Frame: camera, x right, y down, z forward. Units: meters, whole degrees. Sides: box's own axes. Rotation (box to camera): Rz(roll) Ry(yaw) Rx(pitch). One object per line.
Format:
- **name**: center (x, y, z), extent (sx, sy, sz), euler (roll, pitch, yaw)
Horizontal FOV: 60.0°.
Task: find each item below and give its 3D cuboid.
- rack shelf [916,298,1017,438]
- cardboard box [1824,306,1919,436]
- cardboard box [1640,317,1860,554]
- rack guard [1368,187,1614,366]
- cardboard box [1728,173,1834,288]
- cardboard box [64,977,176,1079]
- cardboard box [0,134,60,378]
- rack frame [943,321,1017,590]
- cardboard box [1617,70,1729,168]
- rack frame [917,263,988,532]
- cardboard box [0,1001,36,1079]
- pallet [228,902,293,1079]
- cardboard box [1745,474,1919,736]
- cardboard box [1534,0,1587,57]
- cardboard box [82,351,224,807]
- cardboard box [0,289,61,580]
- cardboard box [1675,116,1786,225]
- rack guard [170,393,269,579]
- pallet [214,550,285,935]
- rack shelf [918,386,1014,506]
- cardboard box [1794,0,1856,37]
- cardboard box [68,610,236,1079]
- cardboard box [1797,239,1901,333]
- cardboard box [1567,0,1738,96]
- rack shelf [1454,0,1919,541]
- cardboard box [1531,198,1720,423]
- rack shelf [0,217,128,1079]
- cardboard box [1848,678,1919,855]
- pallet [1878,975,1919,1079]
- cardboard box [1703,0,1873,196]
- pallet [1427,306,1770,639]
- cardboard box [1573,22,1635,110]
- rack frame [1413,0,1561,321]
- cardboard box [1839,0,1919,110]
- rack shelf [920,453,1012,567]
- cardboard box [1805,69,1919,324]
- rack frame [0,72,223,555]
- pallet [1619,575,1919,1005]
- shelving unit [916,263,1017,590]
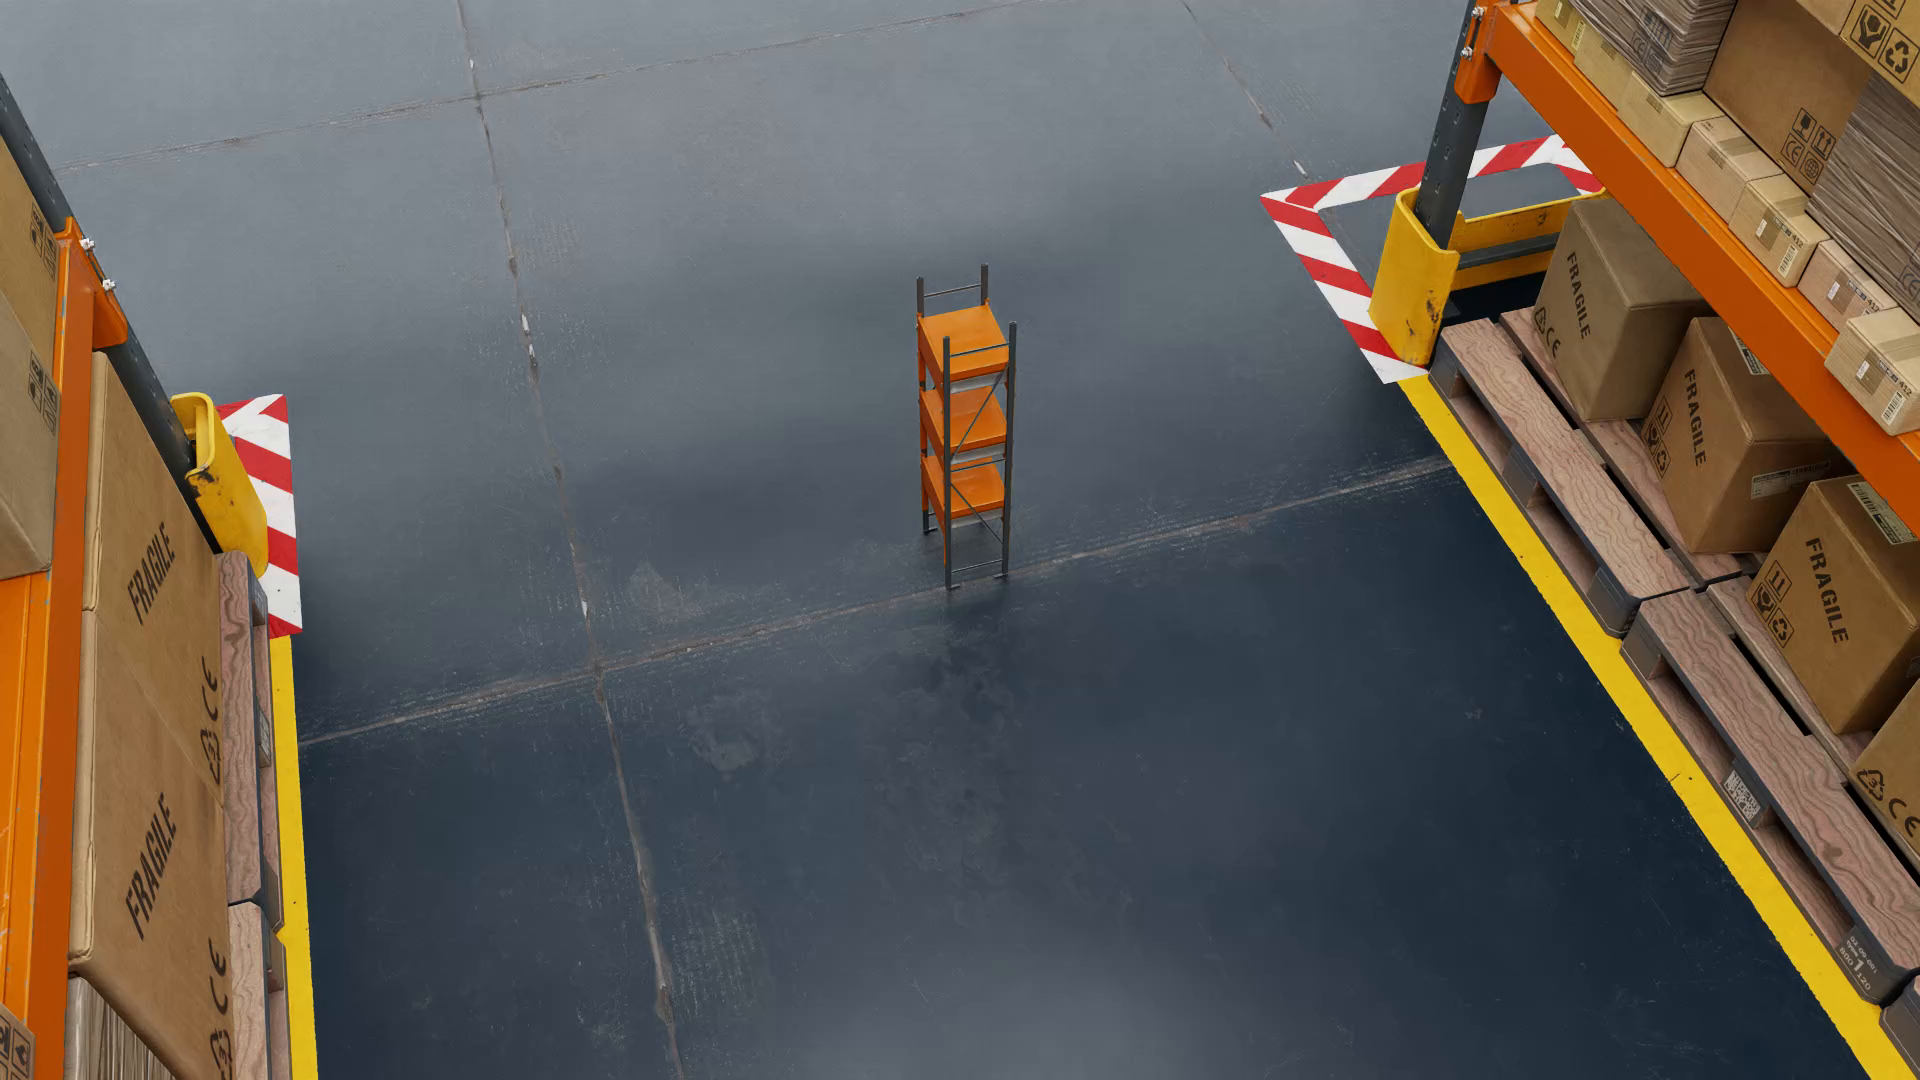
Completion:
- **rack shelf**: center (0.016, -0.475, 4.607), extent (0.215, 0.259, 0.240), euler (-13, 51, -11)
- **cardboard box**: center (2.235, -0.410, 3.798), extent (0.380, 0.149, 0.250), euler (-13, 51, -11)
- **cardboard box**: center (2.405, -0.311, 4.911), extent (0.500, 0.500, 0.500), euler (-2, 50, -1)
- **rack guard**: center (2.050, -1.009, 5.774), extent (1.175, 0.500, 0.348), euler (-13, 51, -11)
- **cardboard box**: center (2.160, -0.792, 4.120), extent (0.380, 0.149, 0.250), euler (-13, 51, -11)
- **cardboard box**: center (-1.947, 1.515, 3.126), extent (0.875, 0.875, 0.875), euler (-13, 51, -11)
- **cardboard box**: center (-2.588, -0.610, 3.705), extent (0.875, 0.550, 0.550), euler (-13, 51, -11)
- **rack frame**: center (0.052, -0.210, 4.741), extent (0.200, 1.050, 0.008), euler (-13, 51, -11)
- **cardboard box**: center (1.999, -1.154, 4.426), extent (0.380, 0.149, 0.250), euler (-13, 51, -11)
- **rack frame**: center (-0.020, -0.388, 4.891), extent (0.200, 1.050, 0.008), euler (-13, 51, -11)
- **cardboard box**: center (-1.910, 0.966, 2.376), extent (0.875, 0.550, 0.550), euler (-13, 51, -11)
- **pallet**: center (-2.073, 1.532, 3.821), extent (1.003, 0.211, 1.213), euler (-13, 51, -11)
- **cardboard box**: center (2.572, 0.150, 4.522), extent (0.500, 0.500, 0.500), euler (-9, 50, -8)
- **cardboard box**: center (1.884, -1.527, 4.740), extent (0.380, 0.149, 0.250), euler (-13, 51, -11)
- **cardboard box**: center (-2.477, 0.207, 4.229), extent (0.875, 0.875, 0.875), euler (-13, 51, -11)
- **cardboard box**: center (-2.404, -0.214, 3.370), extent (0.875, 0.550, 0.550), euler (-13, 51, -11)
- **cardboard box**: center (2.093, -0.977, 4.276), extent (0.380, 0.149, 0.250), euler (-13, 51, -11)
- **rack guard**: center (-2.748, -0.035, 4.952), extent (1.175, 0.500, 0.348), euler (-13, 51, -11)
- **pallet**: center (-2.430, 0.642, 4.571), extent (1.003, 0.211, 1.213), euler (-13, 51, -11)
- **rack shelf**: center (0.016, -0.292, 4.824), extent (0.215, 0.259, 0.240), euler (-13, 51, -11)
- **cardboard box**: center (2.071, -1.491, 3.631), extent (0.500, 0.500, 0.500), euler (-13, 51, -11)
- **cardboard box**: center (-2.215, 0.849, 3.687), extent (0.875, 0.875, 0.875), euler (-14, 51, -12)
- **cardboard box**: center (2.260, -0.616, 3.972), extent (0.380, 0.149, 0.250), euler (-13, 51, -11)
- **cardboard box**: center (2.163, -1.591, 4.369), extent (0.875, 0.500, 0.500), euler (-13, 51, -11)
- **rack shelf**: center (2.619, -0.178, 3.909), extent (1.077, 0.370, 4.000), euler (-13, 51, -11)
- **cardboard box**: center (2.196, -0.740, 5.272), extent (0.500, 0.500, 0.500), euler (-5, 50, -4)
- **rack shelf**: center (-2.150, 0.870, 3.025), extent (1.077, 0.370, 4.000), euler (-13, 51, -11)
- **cardboard box**: center (2.695, 0.568, 4.170), extent (0.500, 0.500, 0.500), euler (-17, 52, -14)
- **pallet**: center (2.978, 1.467, 3.875), extent (1.003, 0.211, 1.213), euler (-13, 51, -11)
- **cardboard box**: center (2.426, -1.253, 4.084), extent (0.875, 0.500, 0.500), euler (-13, 51, -11)
- **pallet**: center (2.256, -0.315, 5.377), extent (1.003, 0.211, 1.213), euler (-13, 51, -11)
- **cardboard box**: center (1.939, -1.340, 4.582), extent (0.380, 0.149, 0.250), euler (-13, 51, -11)
- **rack frame**: center (2.027, -1.870, 4.865), extent (1.000, 3.000, 0.127), euler (-13, 51, -11)
- **cardboard box**: center (2.220, -1.126, 3.323), extent (0.500, 0.500, 0.500), euler (-13, 51, -11)
- **rack shelf**: center (0.016, -0.113, 5.036), extent (0.215, 0.259, 0.240), euler (-13, 51, -11)
- **cardboard box**: center (2.533, -0.878, 3.768), extent (0.875, 0.500, 0.500), euler (-13, 51, -11)
- **rack frame**: center (-2.741, -0.823, 3.982), extent (1.000, 3.000, 0.127), euler (-13, 51, -11)
- **pallet**: center (2.613, 0.575, 4.627), extent (1.003, 0.211, 1.213), euler (-13, 51, -11)
- **shelving unit**: center (0.016, -0.299, 4.816), extent (0.215, 1.050, 0.252), euler (-13, 51, -11)
